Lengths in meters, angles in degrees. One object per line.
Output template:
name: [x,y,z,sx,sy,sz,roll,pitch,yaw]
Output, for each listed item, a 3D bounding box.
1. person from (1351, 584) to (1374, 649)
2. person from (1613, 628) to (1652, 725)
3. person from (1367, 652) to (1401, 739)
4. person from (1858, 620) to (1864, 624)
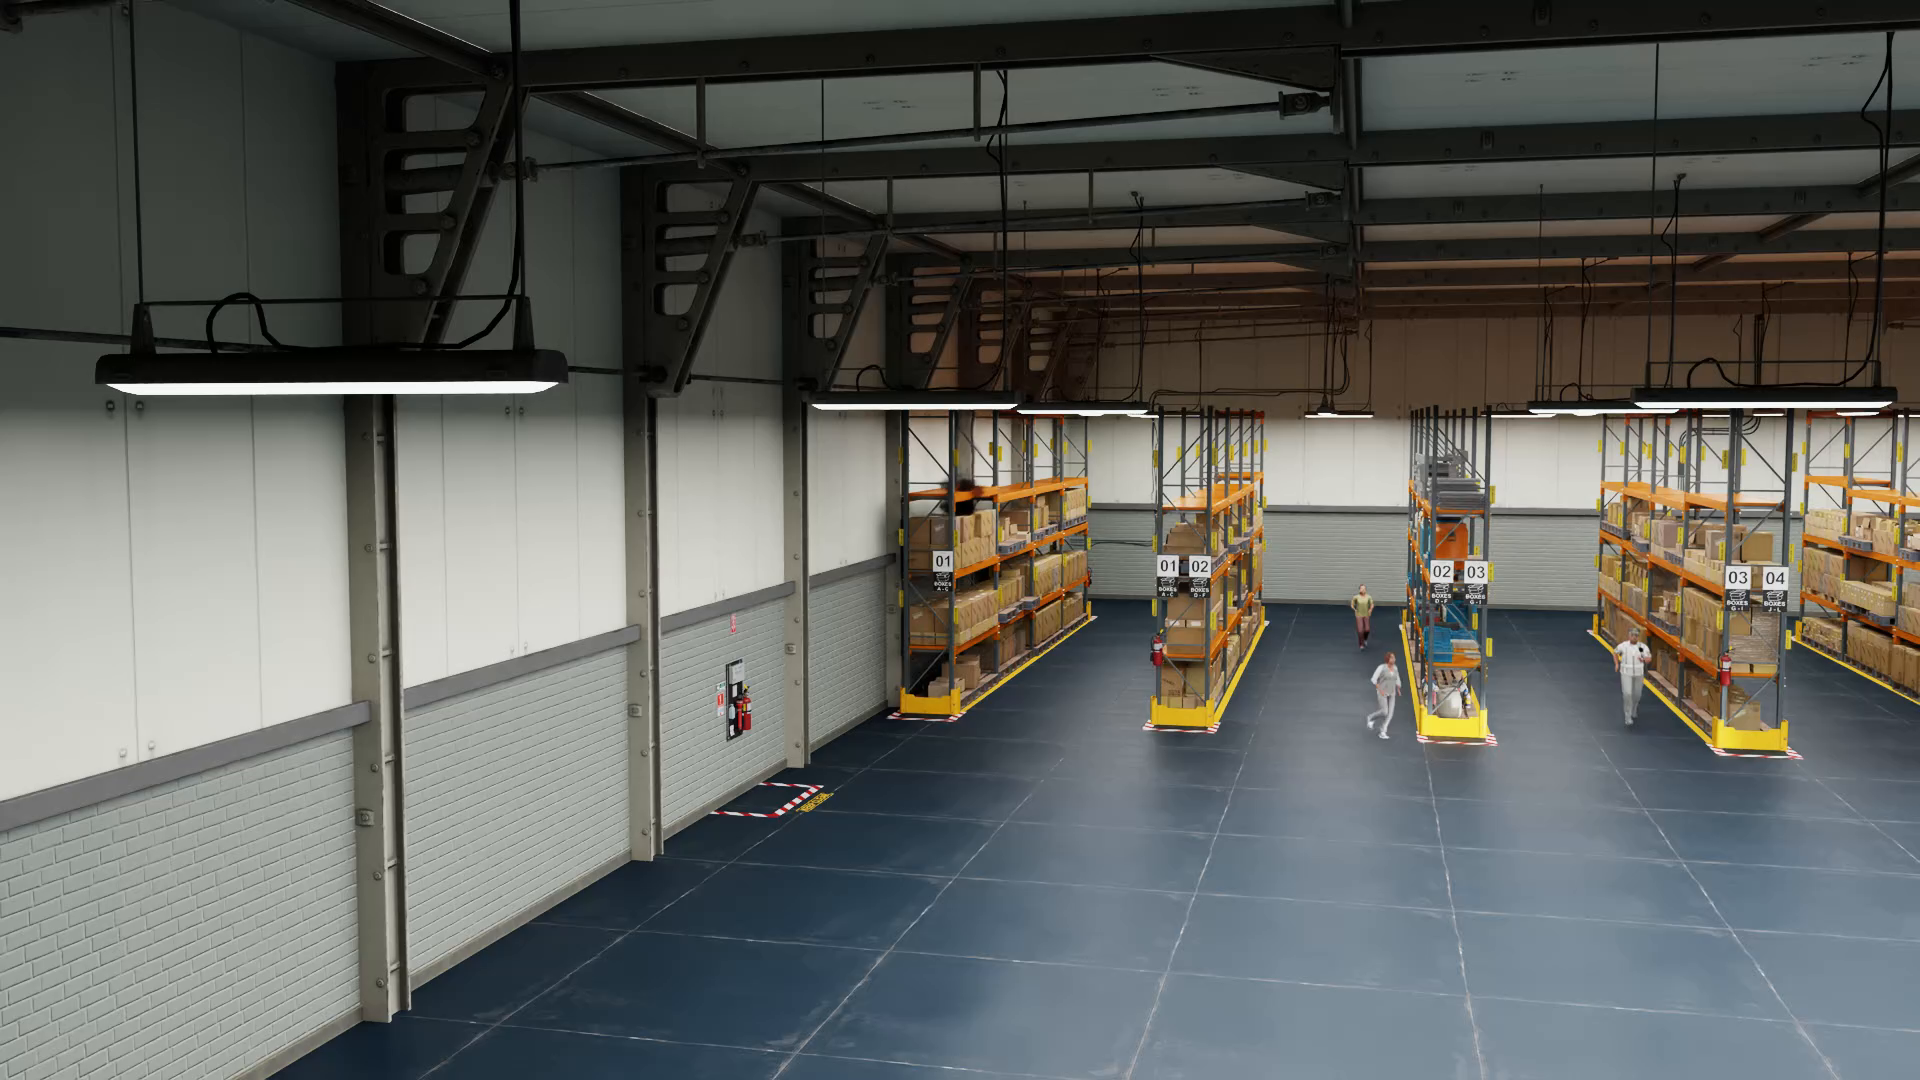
person: [10.084,1.921,41.670,0.574,1.621,0.563,1,4,9]
person: [12.774,2.552,31.577,0.656,1.796,0.954,1,4,13]
person: [7.717,2.793,30.128,0.564,1.546,0.542,-2,4,-21]
person: [24.120,1.669,43.992,0.810,1.839,0.666,0,4,6]
